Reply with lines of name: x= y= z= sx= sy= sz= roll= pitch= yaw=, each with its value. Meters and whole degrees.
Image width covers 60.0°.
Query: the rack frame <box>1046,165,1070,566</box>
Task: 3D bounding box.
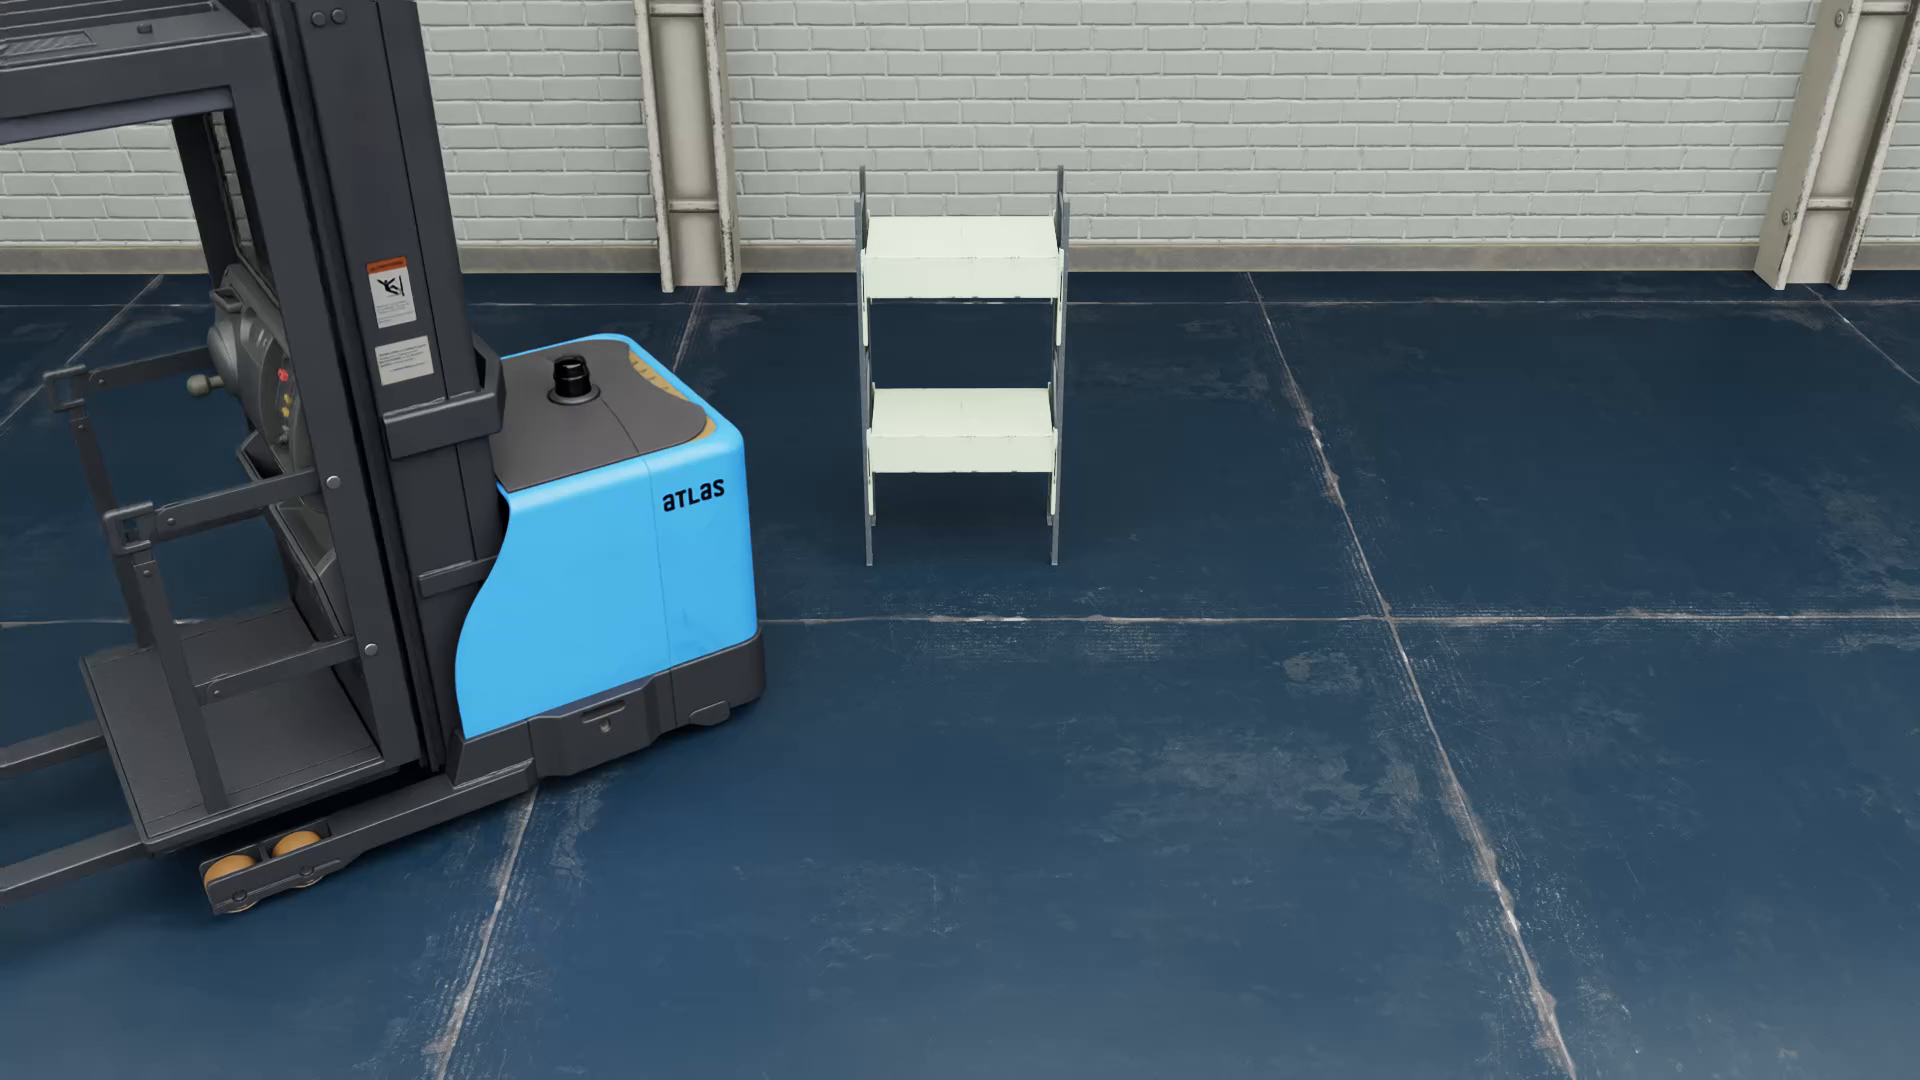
rack frame: x=0.373 y=-0.642 z=6.363 sx=0.023 sy=1.500 sz=0.400 roll=0 pitch=31 yaw=0

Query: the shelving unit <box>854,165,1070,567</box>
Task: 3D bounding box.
shelving unit: x=0.007 y=-0.641 z=6.361 sx=0.755 sy=1.500 sz=0.431 roll=0 pitch=31 yaw=0

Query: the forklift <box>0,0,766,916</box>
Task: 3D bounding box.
forklift: x=-2.186 y=-0.463 z=4.688 sx=3.031 sy=2.935 sz=1.130 roll=-19 pitch=36 yaw=-28

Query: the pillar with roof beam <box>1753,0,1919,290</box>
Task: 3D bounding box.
pillar with roof beam: x=4.621 y=-3.047 z=3.097 sx=0.400 sy=9.000 sz=9.100 roll=0 pitch=31 yaw=0

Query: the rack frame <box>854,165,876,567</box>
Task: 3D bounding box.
rack frame: x=-0.359 y=-0.640 z=6.359 sx=0.023 sy=1.500 sz=0.400 roll=0 pitch=31 yaw=0

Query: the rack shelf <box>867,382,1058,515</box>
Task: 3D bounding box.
rack shelf: x=0.007 y=-0.363 z=6.530 sx=0.720 sy=0.370 sz=0.431 roll=0 pitch=31 yaw=0

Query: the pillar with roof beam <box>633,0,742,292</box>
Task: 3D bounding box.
pillar with roof beam: x=-1.379 y=-3.028 z=3.066 sx=0.400 sy=9.000 sz=9.100 roll=0 pitch=31 yaw=0

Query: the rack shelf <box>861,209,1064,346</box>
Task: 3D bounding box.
rack shelf: x=0.007 y=-0.975 z=6.159 sx=0.720 sy=0.370 sz=0.431 roll=0 pitch=31 yaw=0
